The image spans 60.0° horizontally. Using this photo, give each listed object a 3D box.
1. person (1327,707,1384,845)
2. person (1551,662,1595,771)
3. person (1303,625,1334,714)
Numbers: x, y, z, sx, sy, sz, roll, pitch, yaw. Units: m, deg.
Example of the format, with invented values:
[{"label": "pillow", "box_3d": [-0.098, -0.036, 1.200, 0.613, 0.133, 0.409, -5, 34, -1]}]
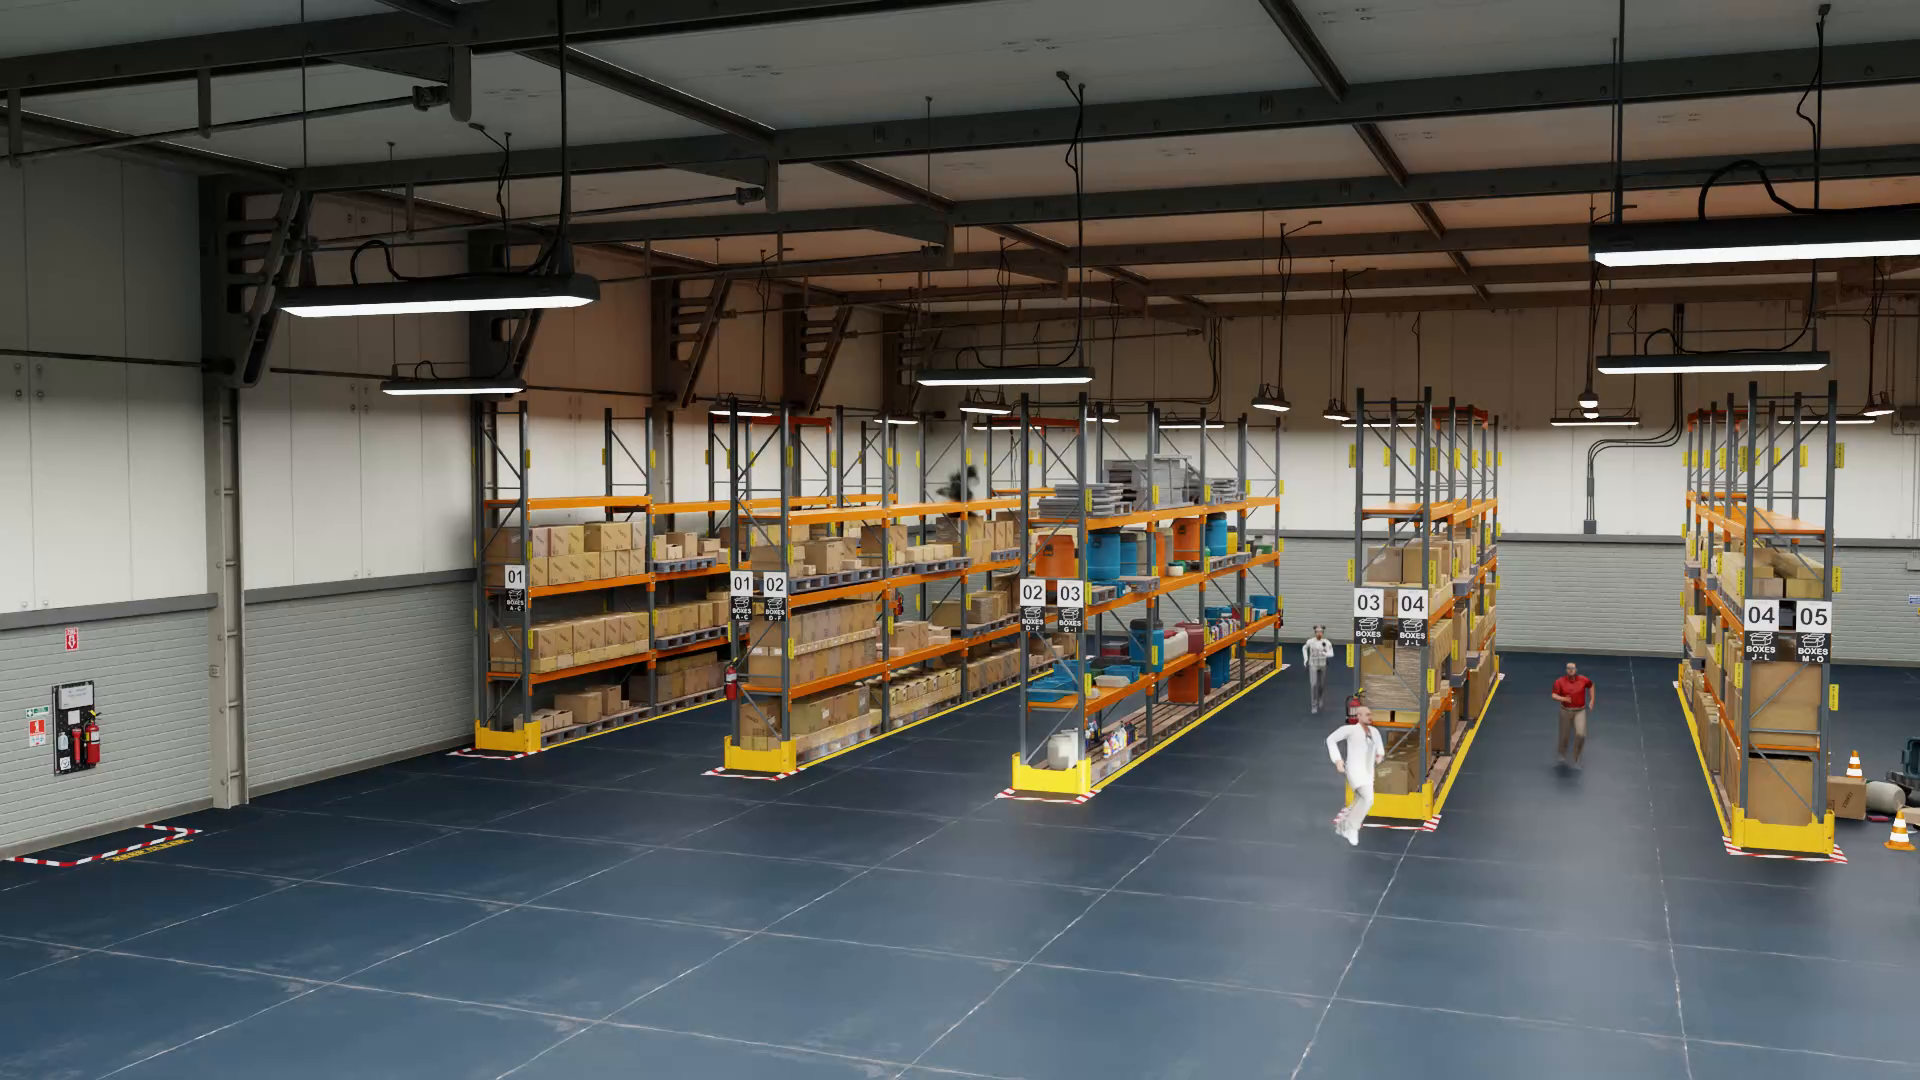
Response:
[{"label": "person", "box_3d": [5.246, 3.072, 21.799, 0.714, 1.771, 0.672, -2, 3, -36]}, {"label": "person", "box_3d": [9.911, 2.844, 26.889, 0.674, 1.746, 0.882, 1, 3, 17]}, {"label": "person", "box_3d": [7.112, 2.540, 33.016, 0.587, 1.741, 0.791, 0, 3, 9]}]
